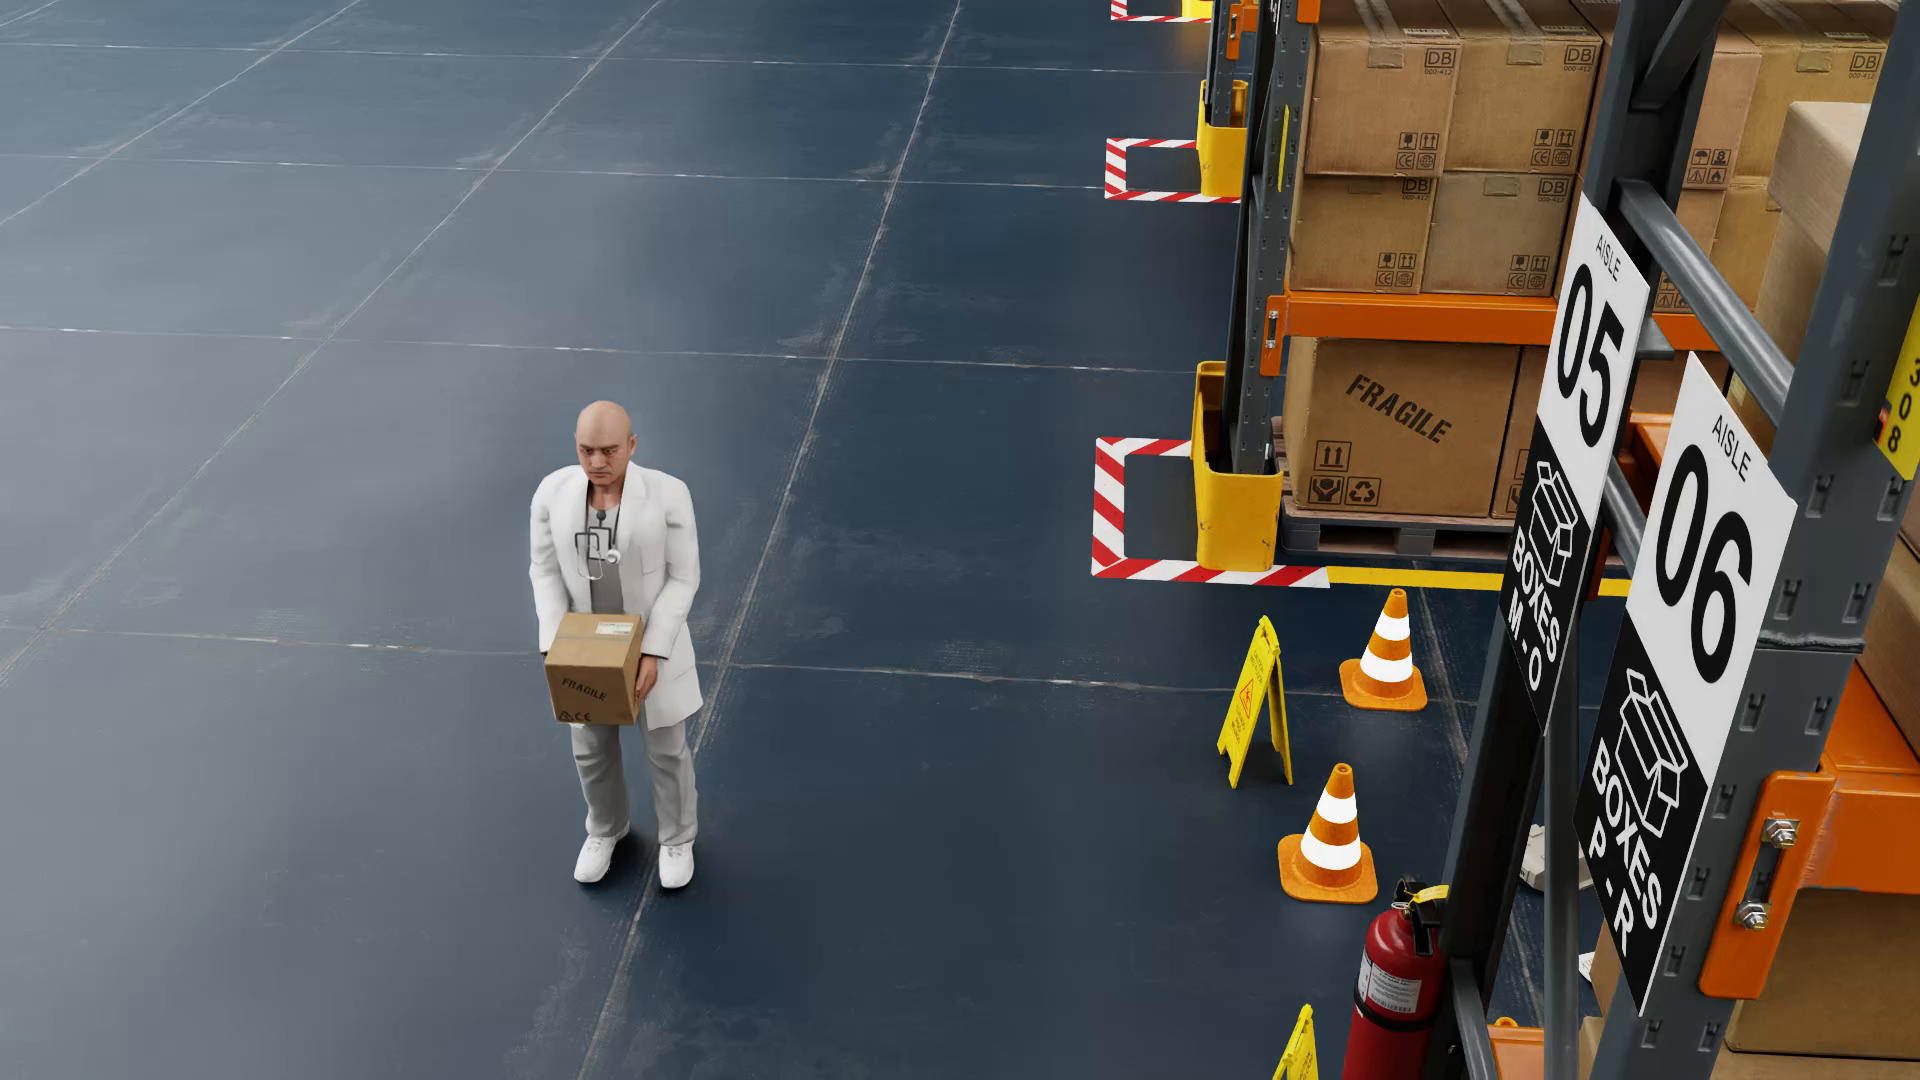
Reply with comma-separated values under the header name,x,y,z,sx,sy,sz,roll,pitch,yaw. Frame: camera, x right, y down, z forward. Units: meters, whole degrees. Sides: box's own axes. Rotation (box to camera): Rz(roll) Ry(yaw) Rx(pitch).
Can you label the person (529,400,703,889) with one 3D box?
name,x,y,z,sx,sy,sz,roll,pitch,yaw
person,-1.130,0.404,5.484,0.559,1.782,0.517,2,32,4
